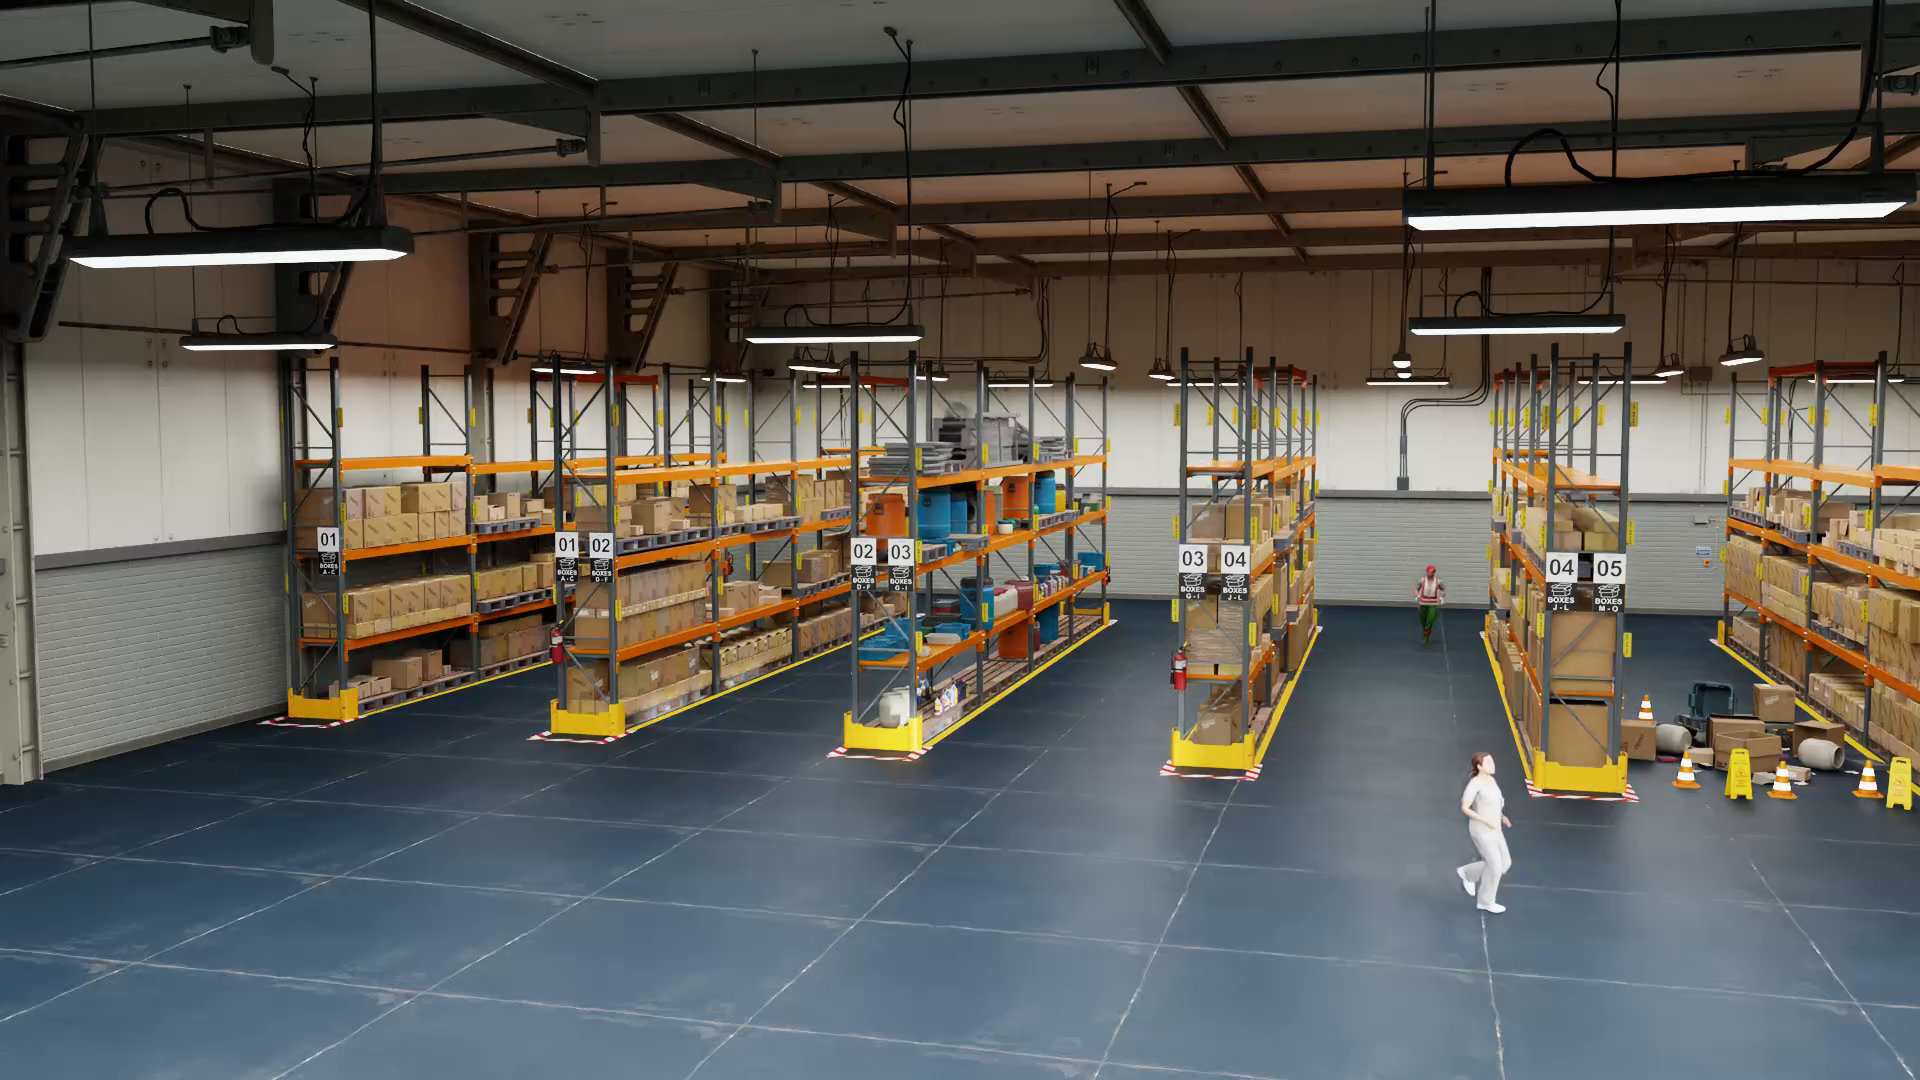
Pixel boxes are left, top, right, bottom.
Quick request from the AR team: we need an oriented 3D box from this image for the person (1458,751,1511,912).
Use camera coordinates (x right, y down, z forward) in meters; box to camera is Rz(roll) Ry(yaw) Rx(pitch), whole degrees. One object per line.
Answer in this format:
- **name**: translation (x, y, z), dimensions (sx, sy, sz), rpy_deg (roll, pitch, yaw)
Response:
- **person**: translation (5.305, 2.947, 16.924), dimensions (0.562, 1.618, 0.594), rpy_deg (-4, 6, -41)

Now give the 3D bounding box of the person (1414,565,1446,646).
- **person**: translation (10.399, 1.431, 36.818), dimensions (0.678, 1.755, 0.852), rpy_deg (1, 4, 19)
